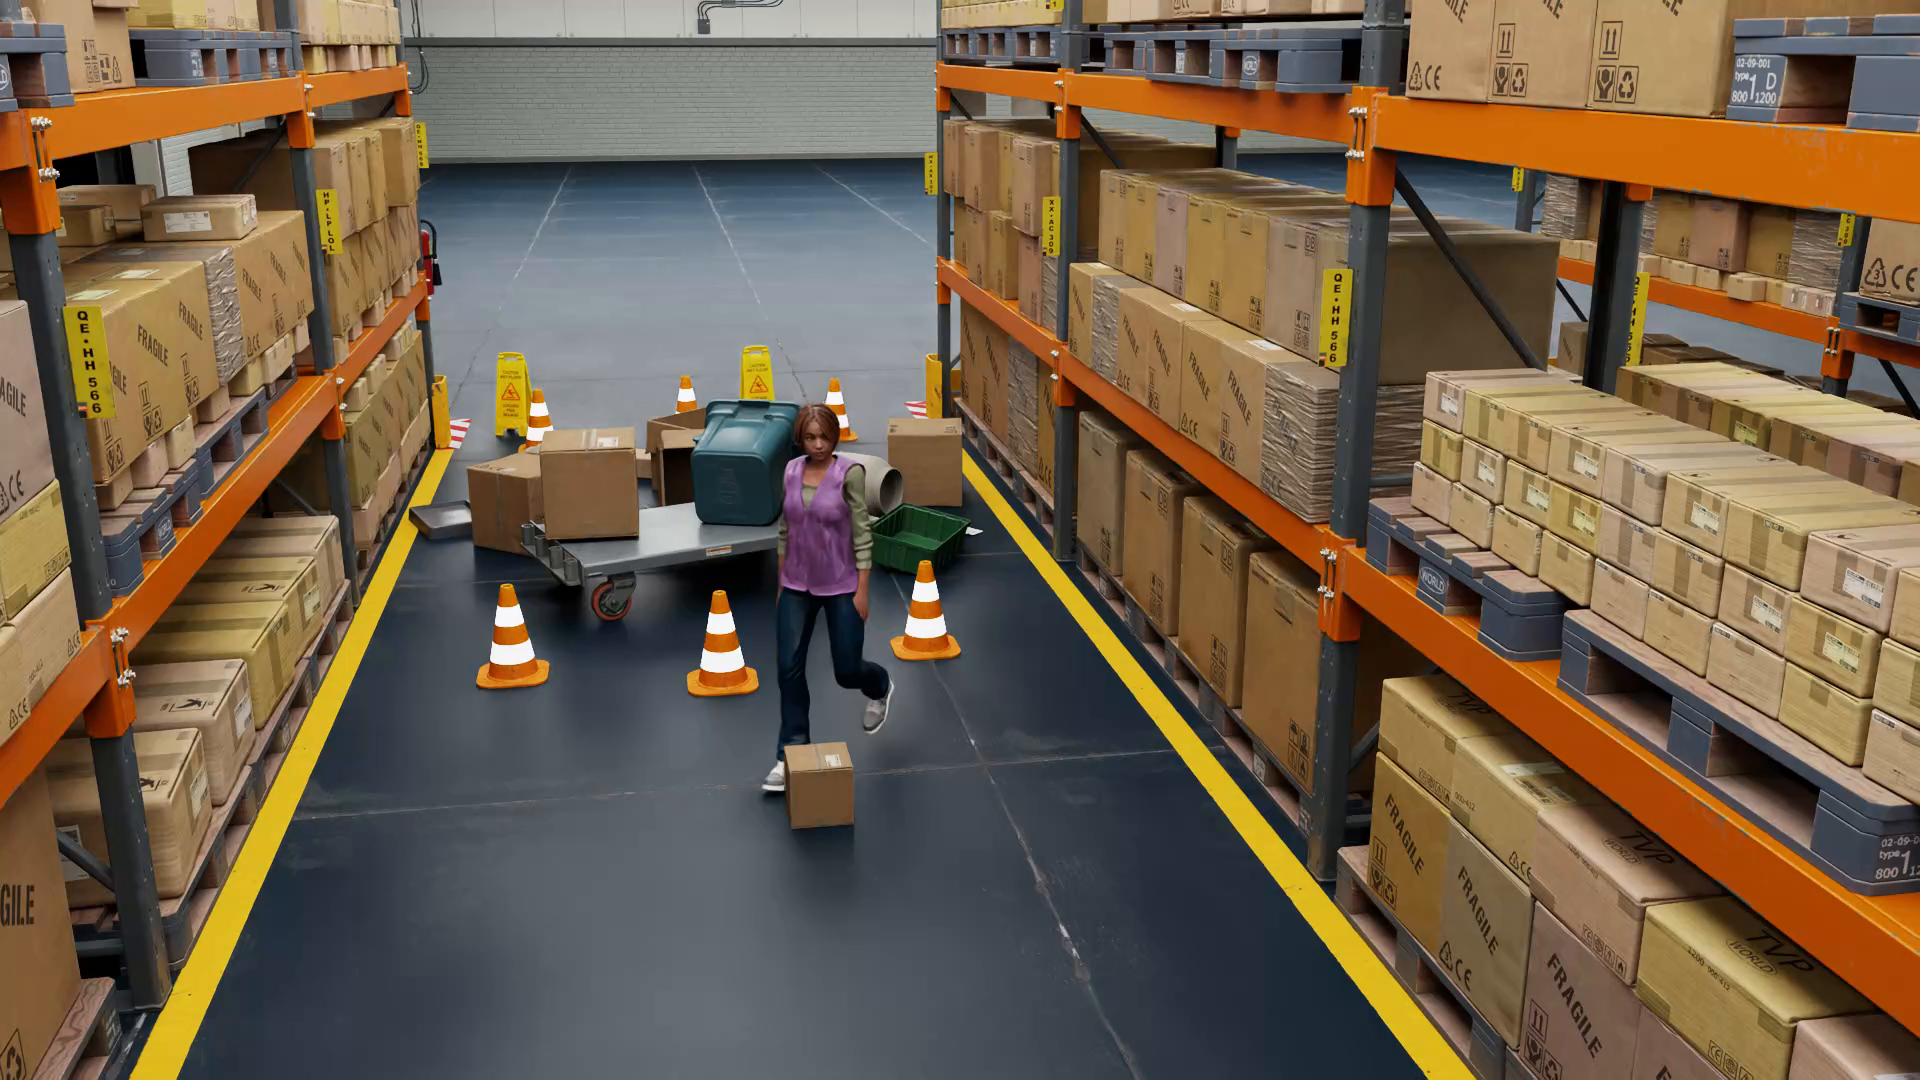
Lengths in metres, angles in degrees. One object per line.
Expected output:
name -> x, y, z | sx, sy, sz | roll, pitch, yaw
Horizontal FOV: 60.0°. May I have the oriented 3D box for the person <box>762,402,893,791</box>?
person -> -0.578, 0.205, 6.889 | 0.435, 1.554, 0.788 | 6, 18, 19
